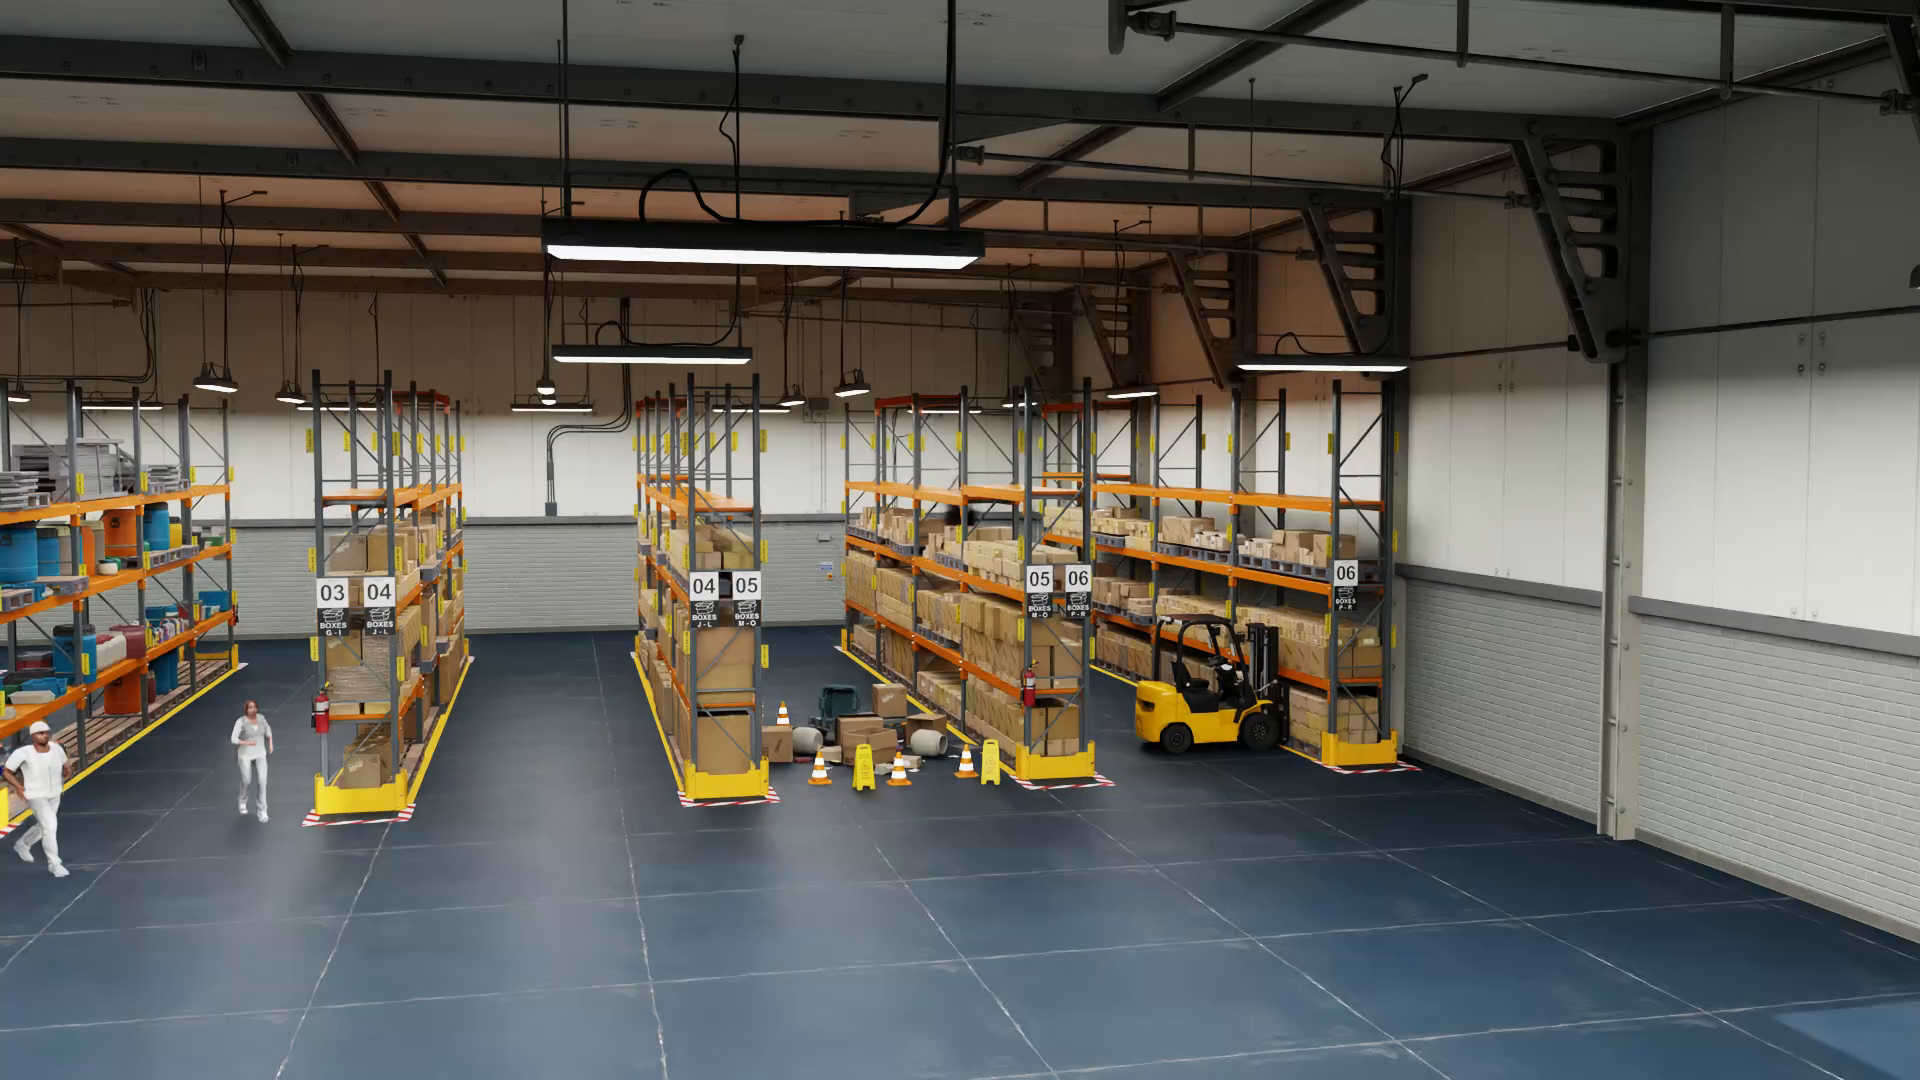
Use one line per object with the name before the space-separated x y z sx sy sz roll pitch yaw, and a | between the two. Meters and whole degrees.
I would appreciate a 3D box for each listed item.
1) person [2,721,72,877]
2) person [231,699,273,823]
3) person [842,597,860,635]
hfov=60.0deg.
person | -10.725 2.995 19.427 0.914 1.779 0.666 1 4 24
person | -9.432 2.928 22.159 0.559 1.654 0.721 -3 4 -38
person | -2.638 1.760 41.747 0.674 1.730 0.689 0 3 3
